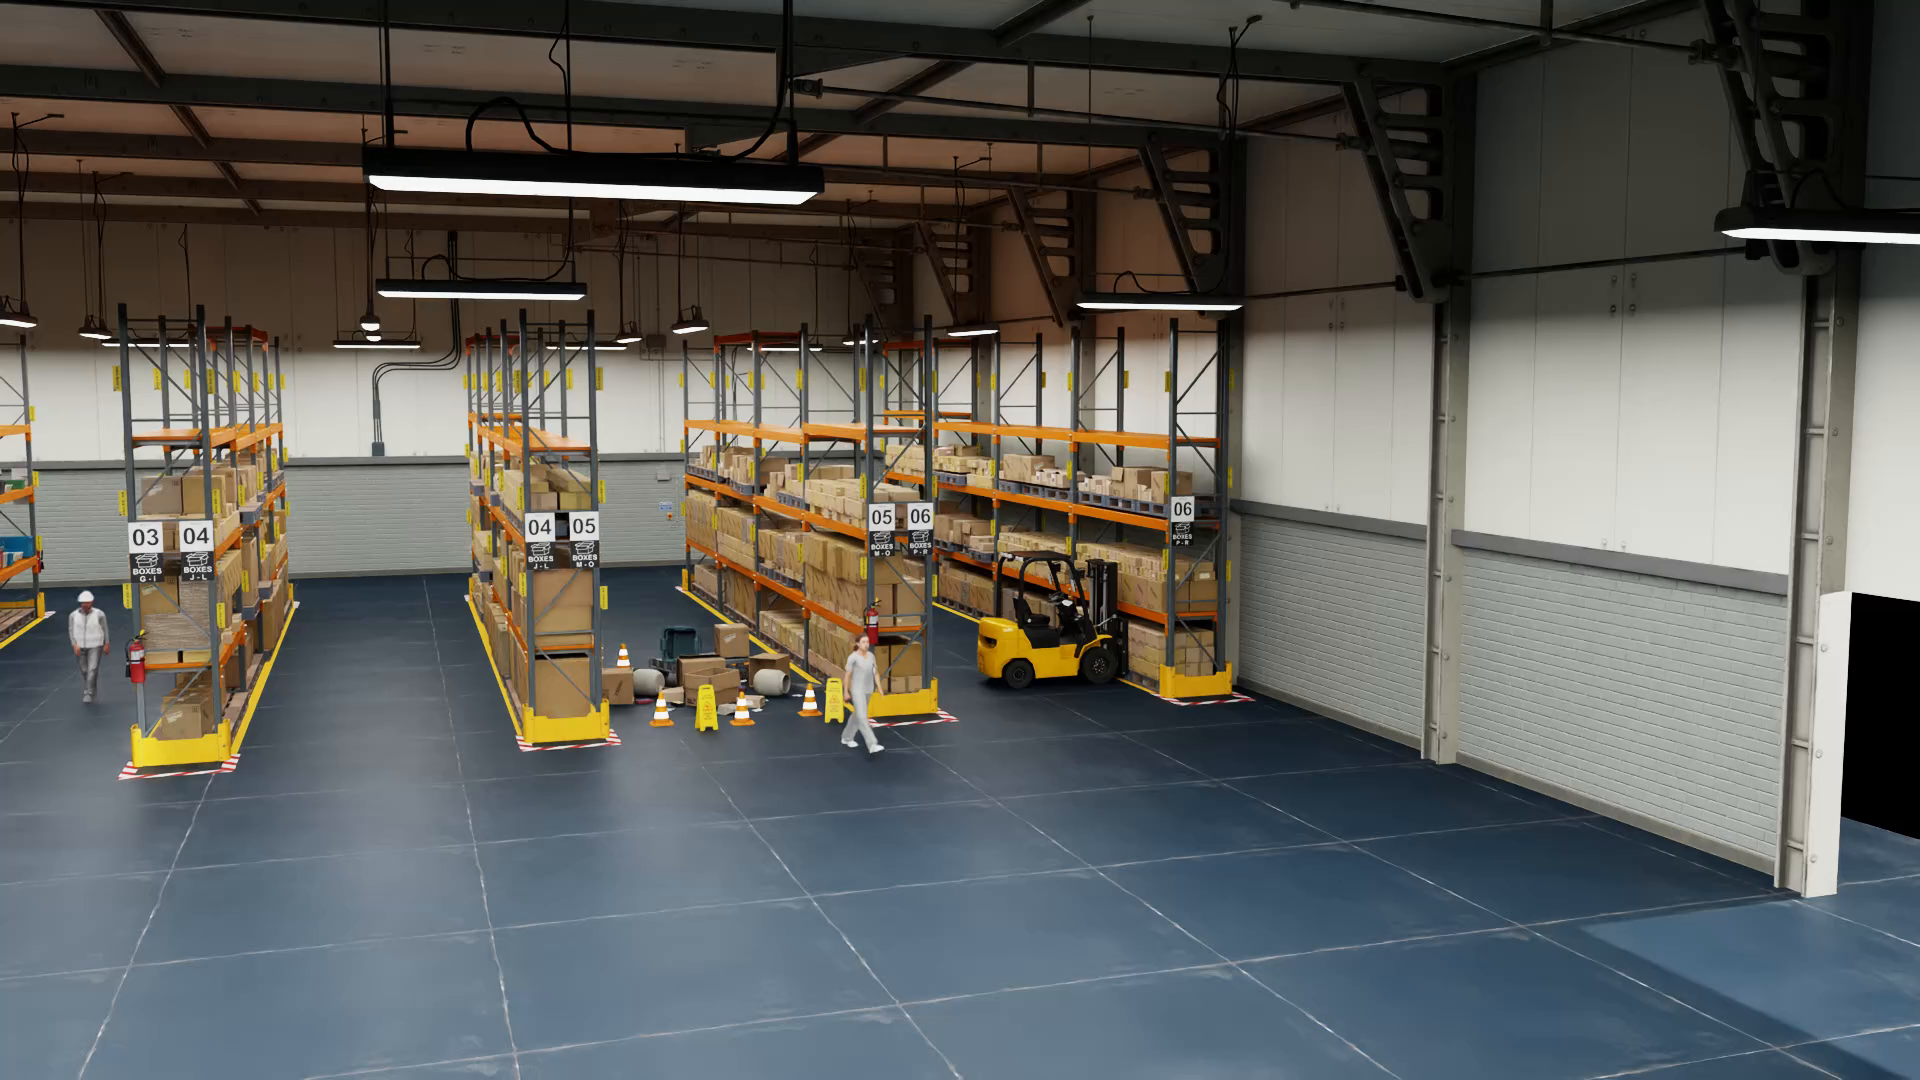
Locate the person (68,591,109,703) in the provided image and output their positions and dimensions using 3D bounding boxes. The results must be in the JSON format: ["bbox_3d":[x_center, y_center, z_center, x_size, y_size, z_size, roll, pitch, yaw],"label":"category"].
[{"bbox_3d":[-13.701,1.658,26.100,0.532,1.713,0.988,-1,6,-13],"label":"person"}]

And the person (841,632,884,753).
[{"bbox_3d":[-1.274,2.049,22.414,1.059,1.609,0.482,5,7,42],"label":"person"}]
